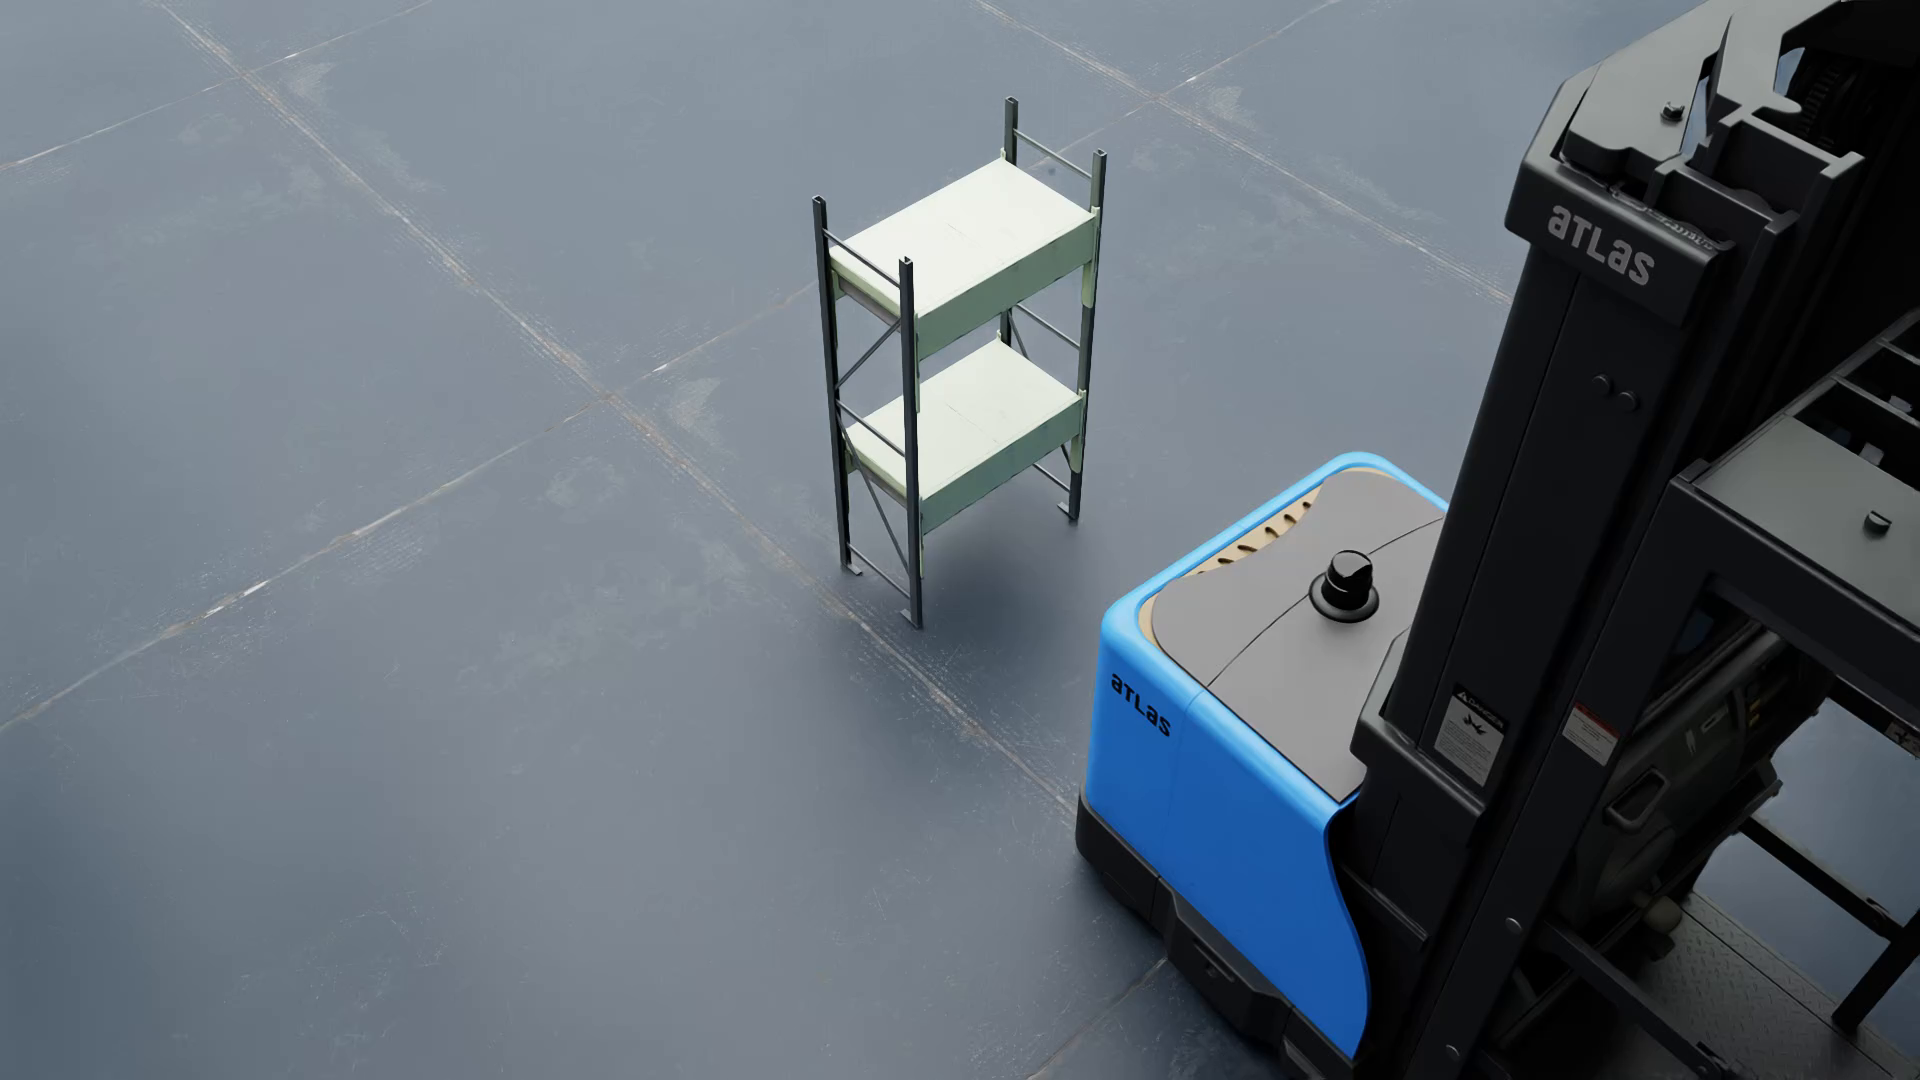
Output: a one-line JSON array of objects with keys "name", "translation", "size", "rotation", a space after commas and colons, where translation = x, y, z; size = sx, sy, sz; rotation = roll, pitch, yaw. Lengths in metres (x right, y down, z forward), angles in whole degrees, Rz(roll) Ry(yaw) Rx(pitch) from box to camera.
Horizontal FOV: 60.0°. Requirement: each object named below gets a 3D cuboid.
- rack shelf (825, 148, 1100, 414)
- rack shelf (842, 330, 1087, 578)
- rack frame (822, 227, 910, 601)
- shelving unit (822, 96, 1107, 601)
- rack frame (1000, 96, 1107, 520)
[{"name": "rack shelf", "translation": [0.005, -0.777, 4.915], "size": [0.720, 0.370, 0.431], "rotation": [-34, 56, -27]}, {"name": "rack shelf", "translation": [0.005, -0.291, 5.441], "size": [0.720, 0.370, 0.431], "rotation": [-34, 56, -27]}, {"name": "rack frame", "translation": [-0.267, -0.332, 5.036], "size": [0.010, 1.308, 0.380], "rotation": [-34, 56, -27]}, {"name": "shelving unit", "translation": [0.007, -0.514, 5.203], "size": [0.748, 1.500, 0.431], "rotation": [-34, 56, -27]}, {"name": "rack frame", "translation": [0.276, -0.693, 5.369], "size": [0.023, 1.500, 0.400], "rotation": [-34, 56, -27]}]
